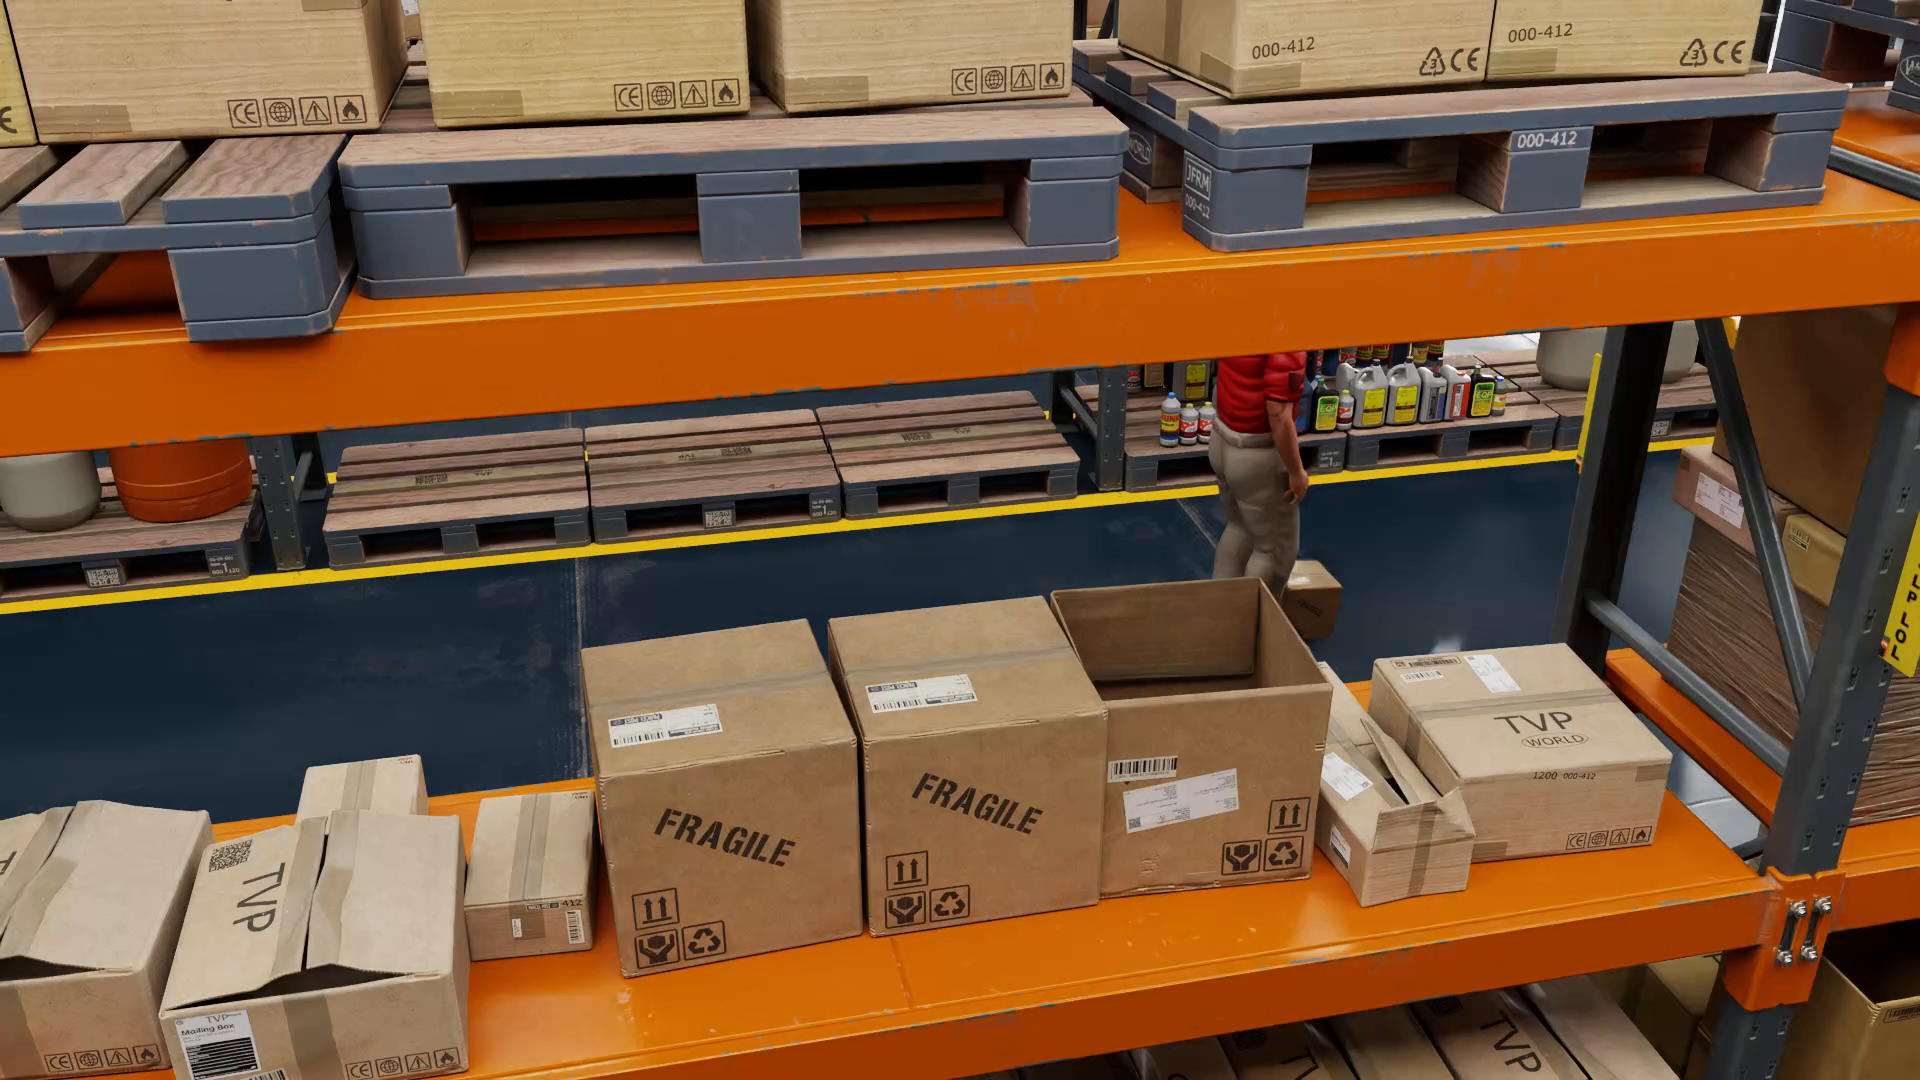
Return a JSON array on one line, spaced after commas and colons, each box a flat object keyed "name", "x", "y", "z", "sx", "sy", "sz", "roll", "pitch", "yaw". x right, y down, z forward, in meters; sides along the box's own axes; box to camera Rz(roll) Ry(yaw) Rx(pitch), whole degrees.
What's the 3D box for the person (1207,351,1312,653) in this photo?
[{"name": "person", "x": 1.240, "y": -0.354, "z": 6.839, "sx": 0.393, "sy": 1.726, "sz": 0.600, "roll": -7, "pitch": 28, "yaw": -15}]
